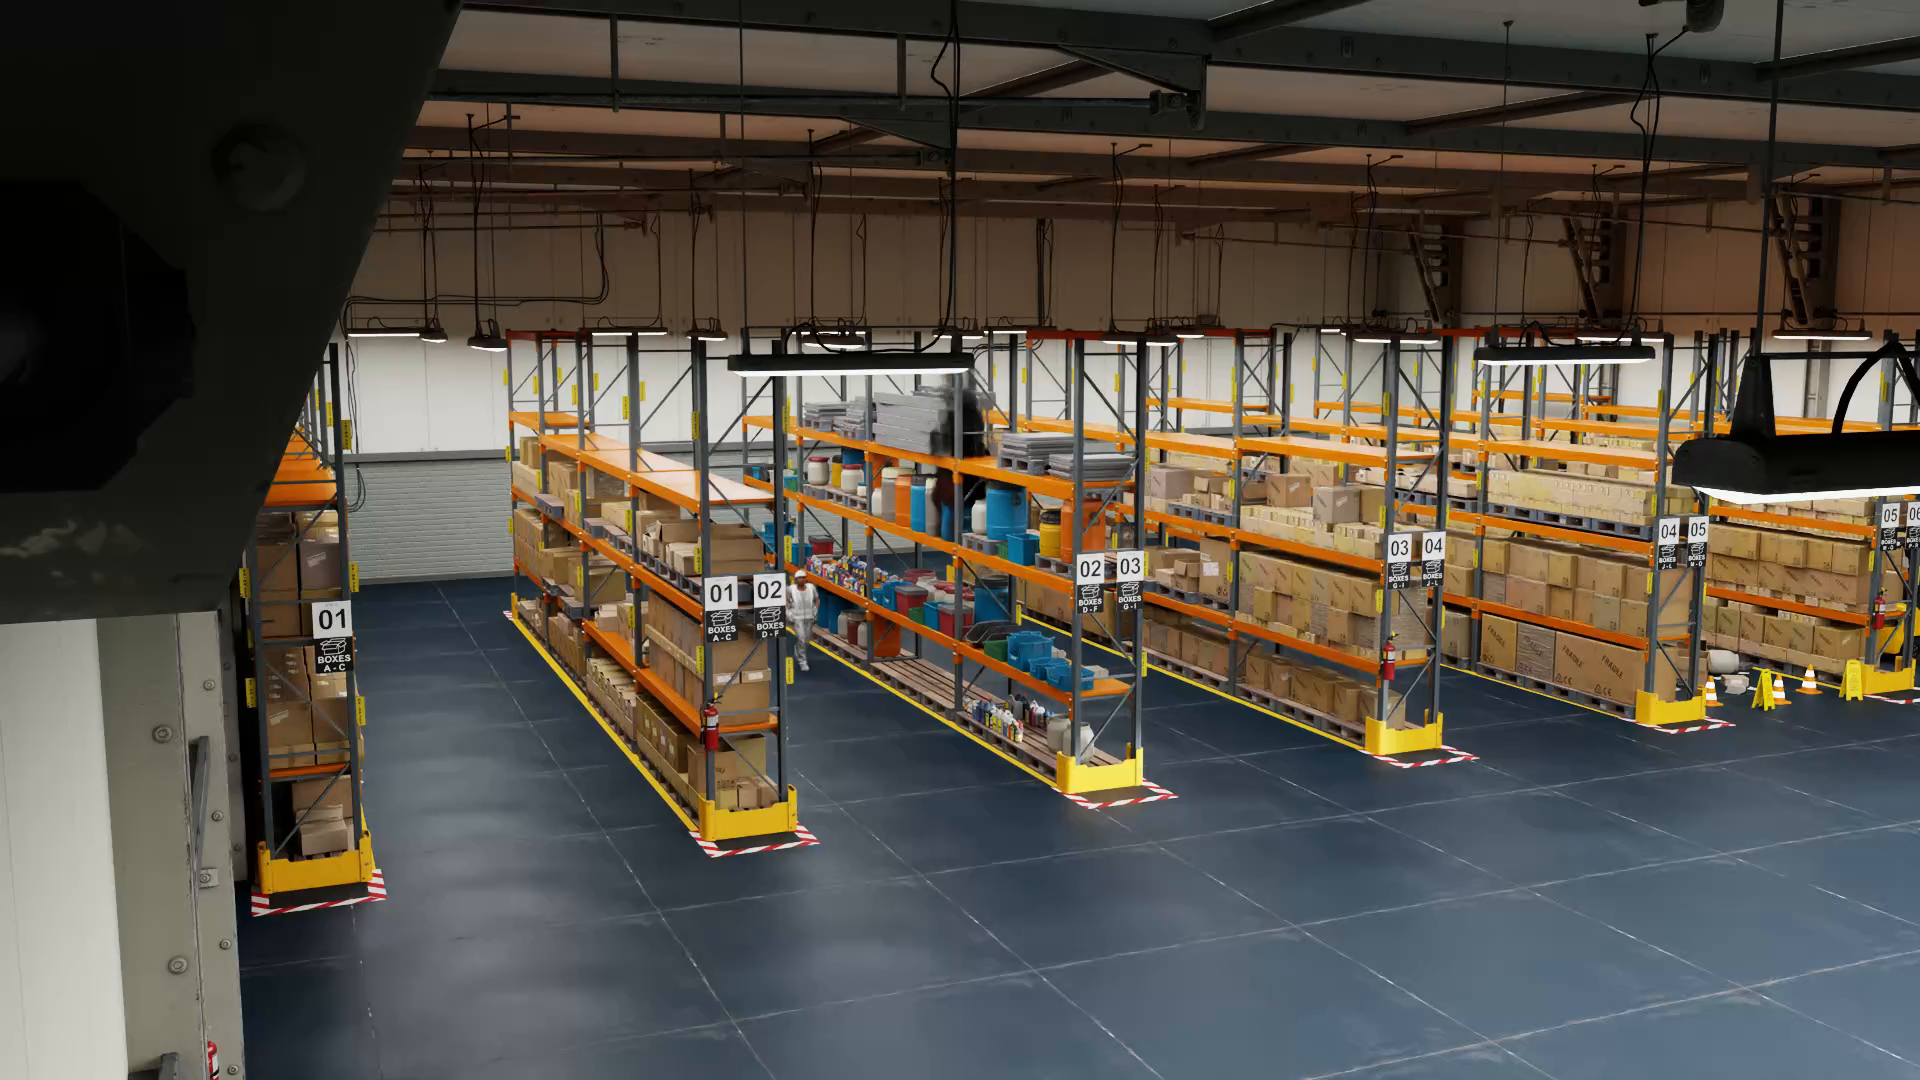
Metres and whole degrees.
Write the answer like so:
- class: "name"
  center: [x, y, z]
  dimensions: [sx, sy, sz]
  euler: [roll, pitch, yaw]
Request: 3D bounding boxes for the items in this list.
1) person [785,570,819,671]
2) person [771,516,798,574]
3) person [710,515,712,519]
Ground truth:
- class: "person"
  center: [-2.856, 1.409, 29.842]
  dimensions: [0.676, 1.793, 0.813]
  euler: [-3, 8, -22]
- class: "person"
  center: [-4.116, 0.229, 39.179]
  dimensions: [0.692, 1.620, 0.609]
  euler: [0, 8, -1]
- class: "person"
  center: [-6.036, 0.218, 38.943]
  dimensions: [0.836, 1.700, 0.587]
  euler: [-2, 8, -12]
